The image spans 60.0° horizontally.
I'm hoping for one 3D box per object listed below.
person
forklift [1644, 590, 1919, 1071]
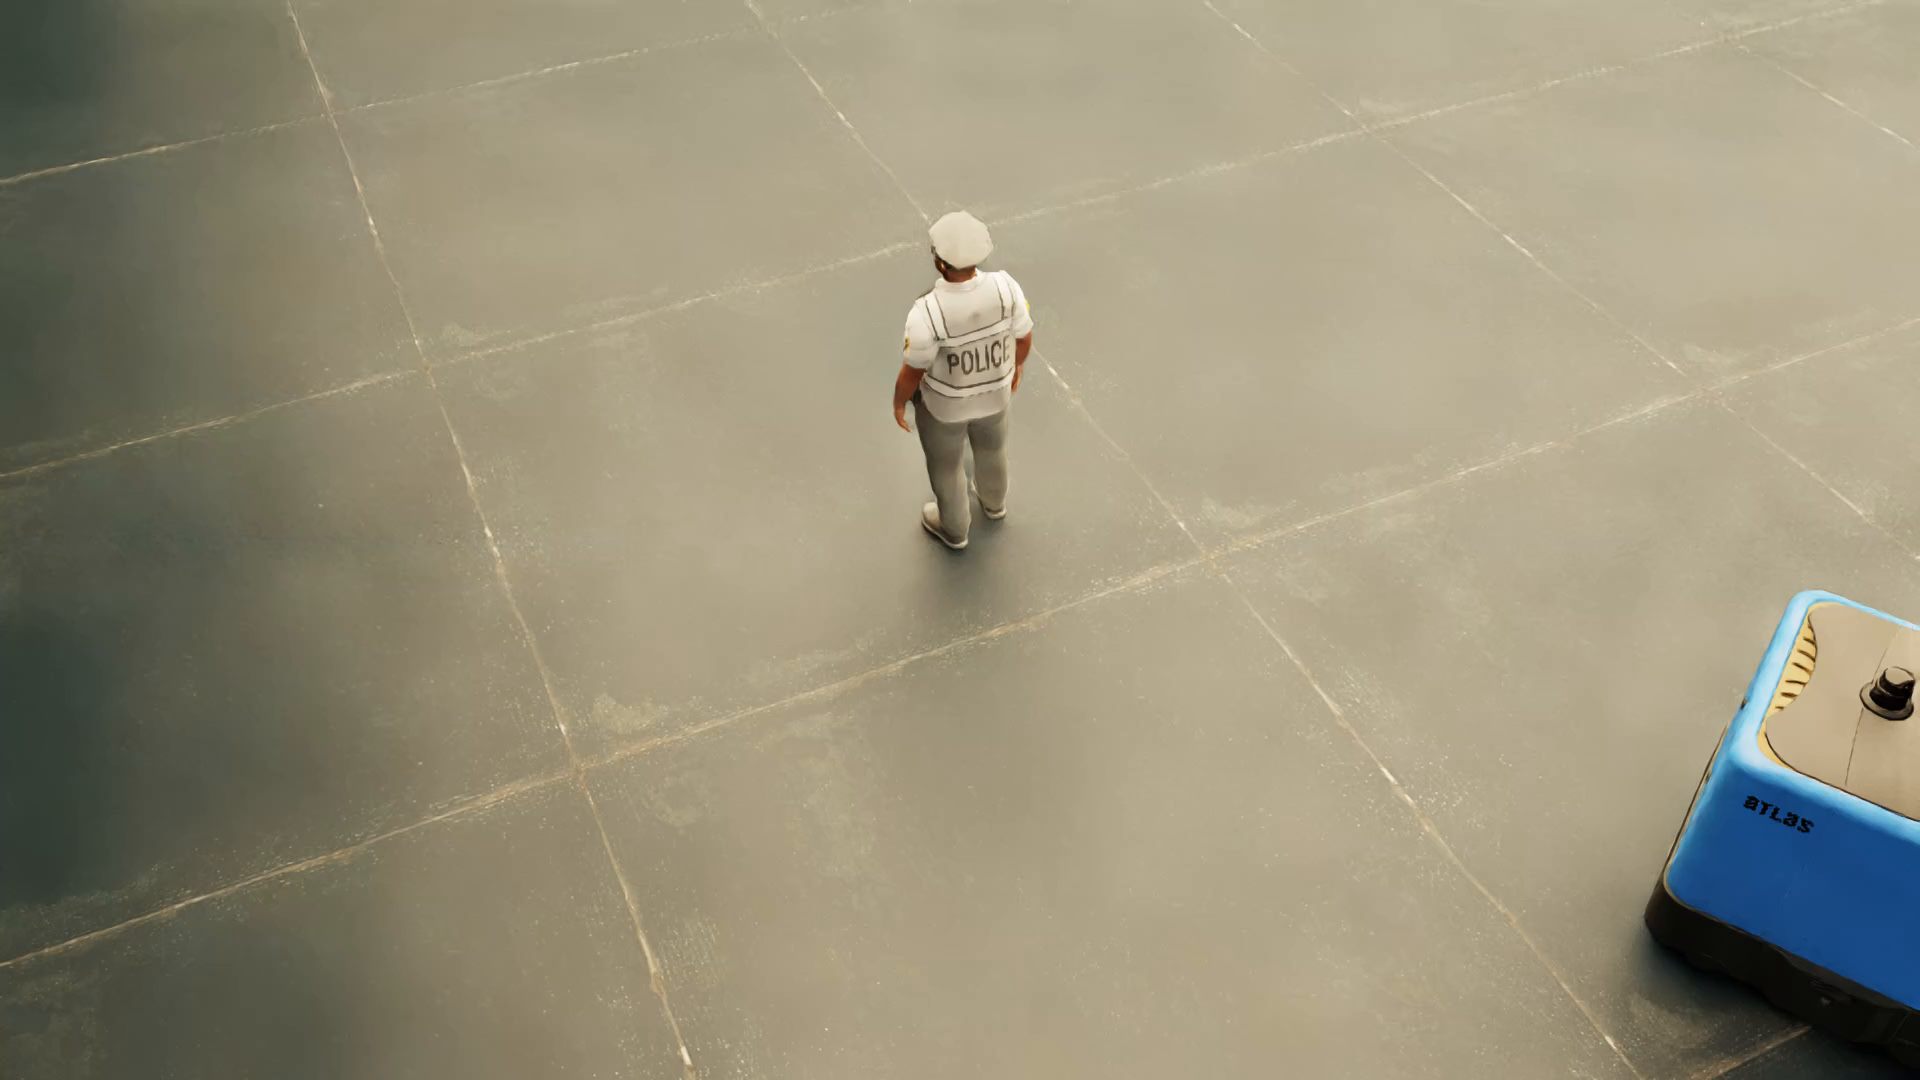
[{"bbox_3d":[-0.022,-0.709,7.270,0.640,1.781,0.574,-18,46,-18],"label":"person"},{"bbox_3d":[4.064,0.702,4.928,3.031,2.935,1.130,24,48,24],"label":"forklift"}]
